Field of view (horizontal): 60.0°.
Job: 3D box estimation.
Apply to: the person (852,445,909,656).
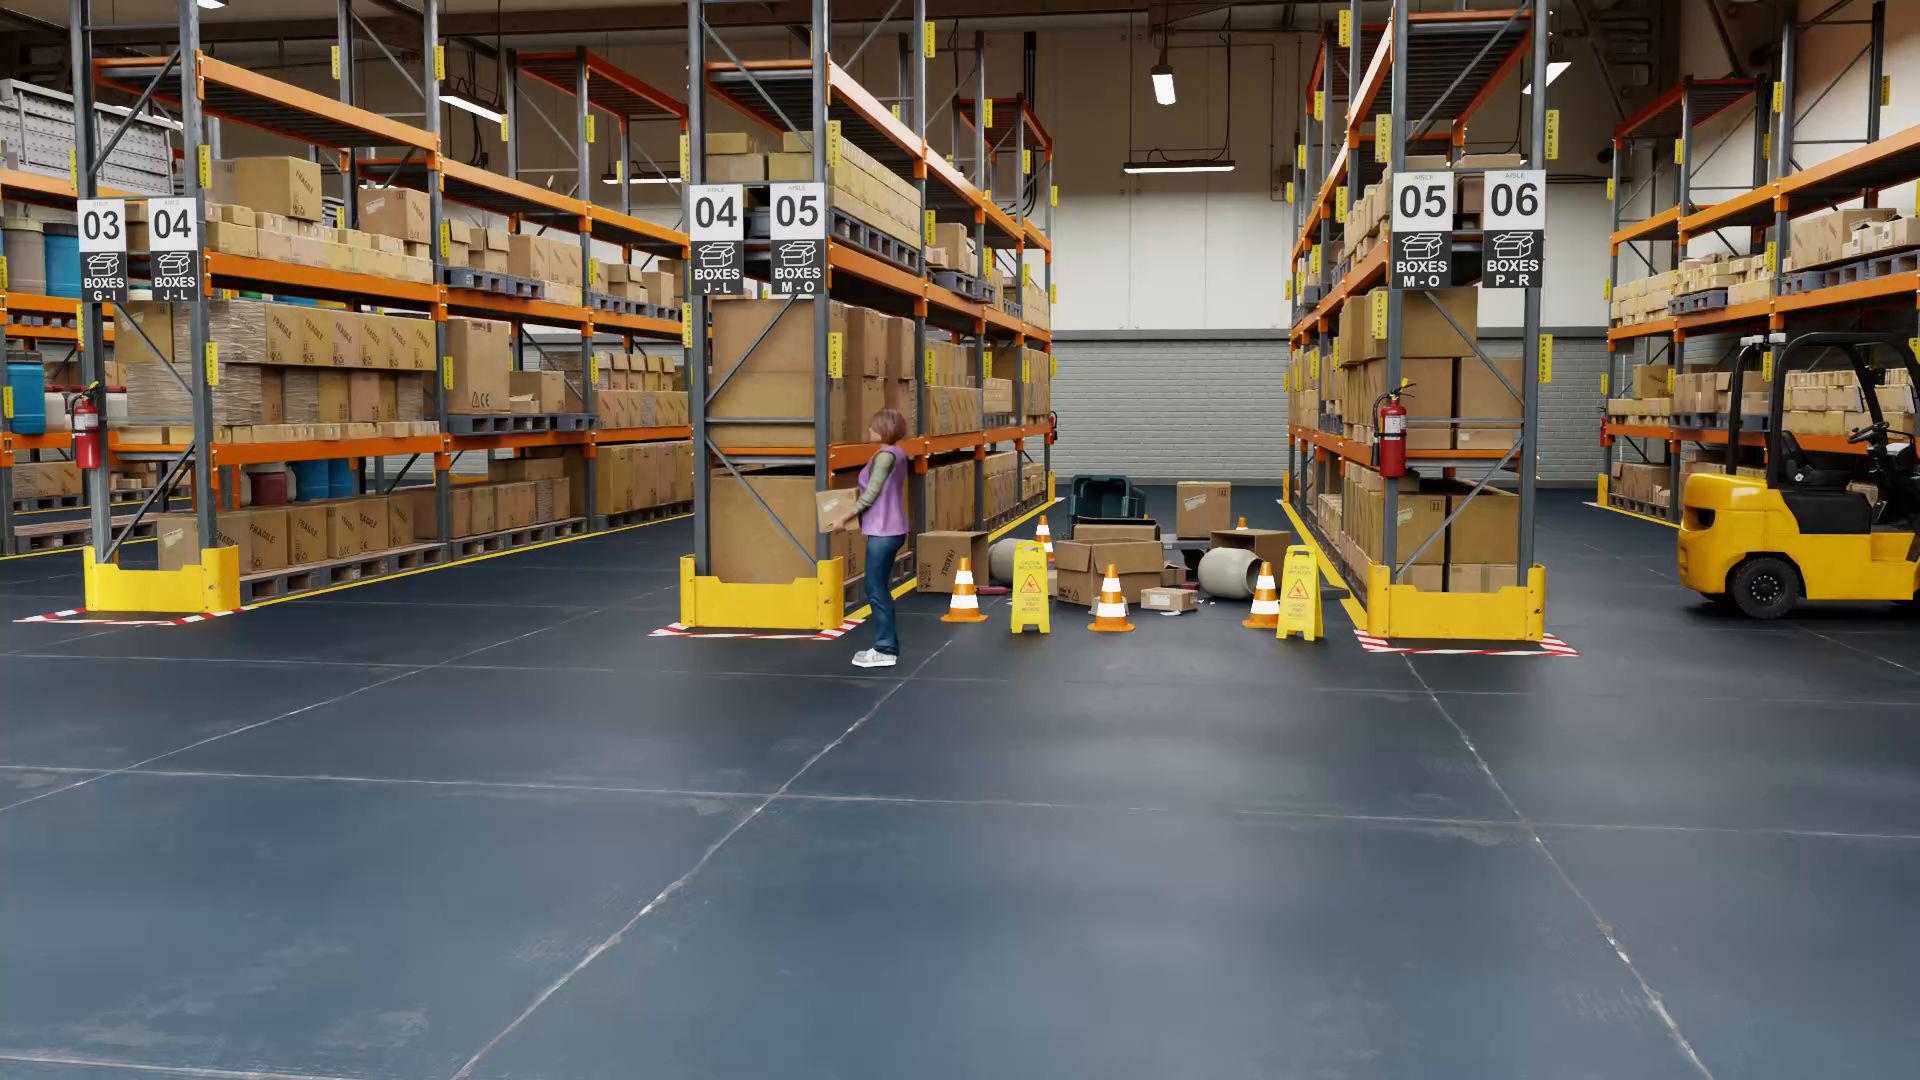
[{"bbox_3d":[-0.480,0.065,10.336,0.323,1.302,0.419,1,5,8],"label":"person"}]
